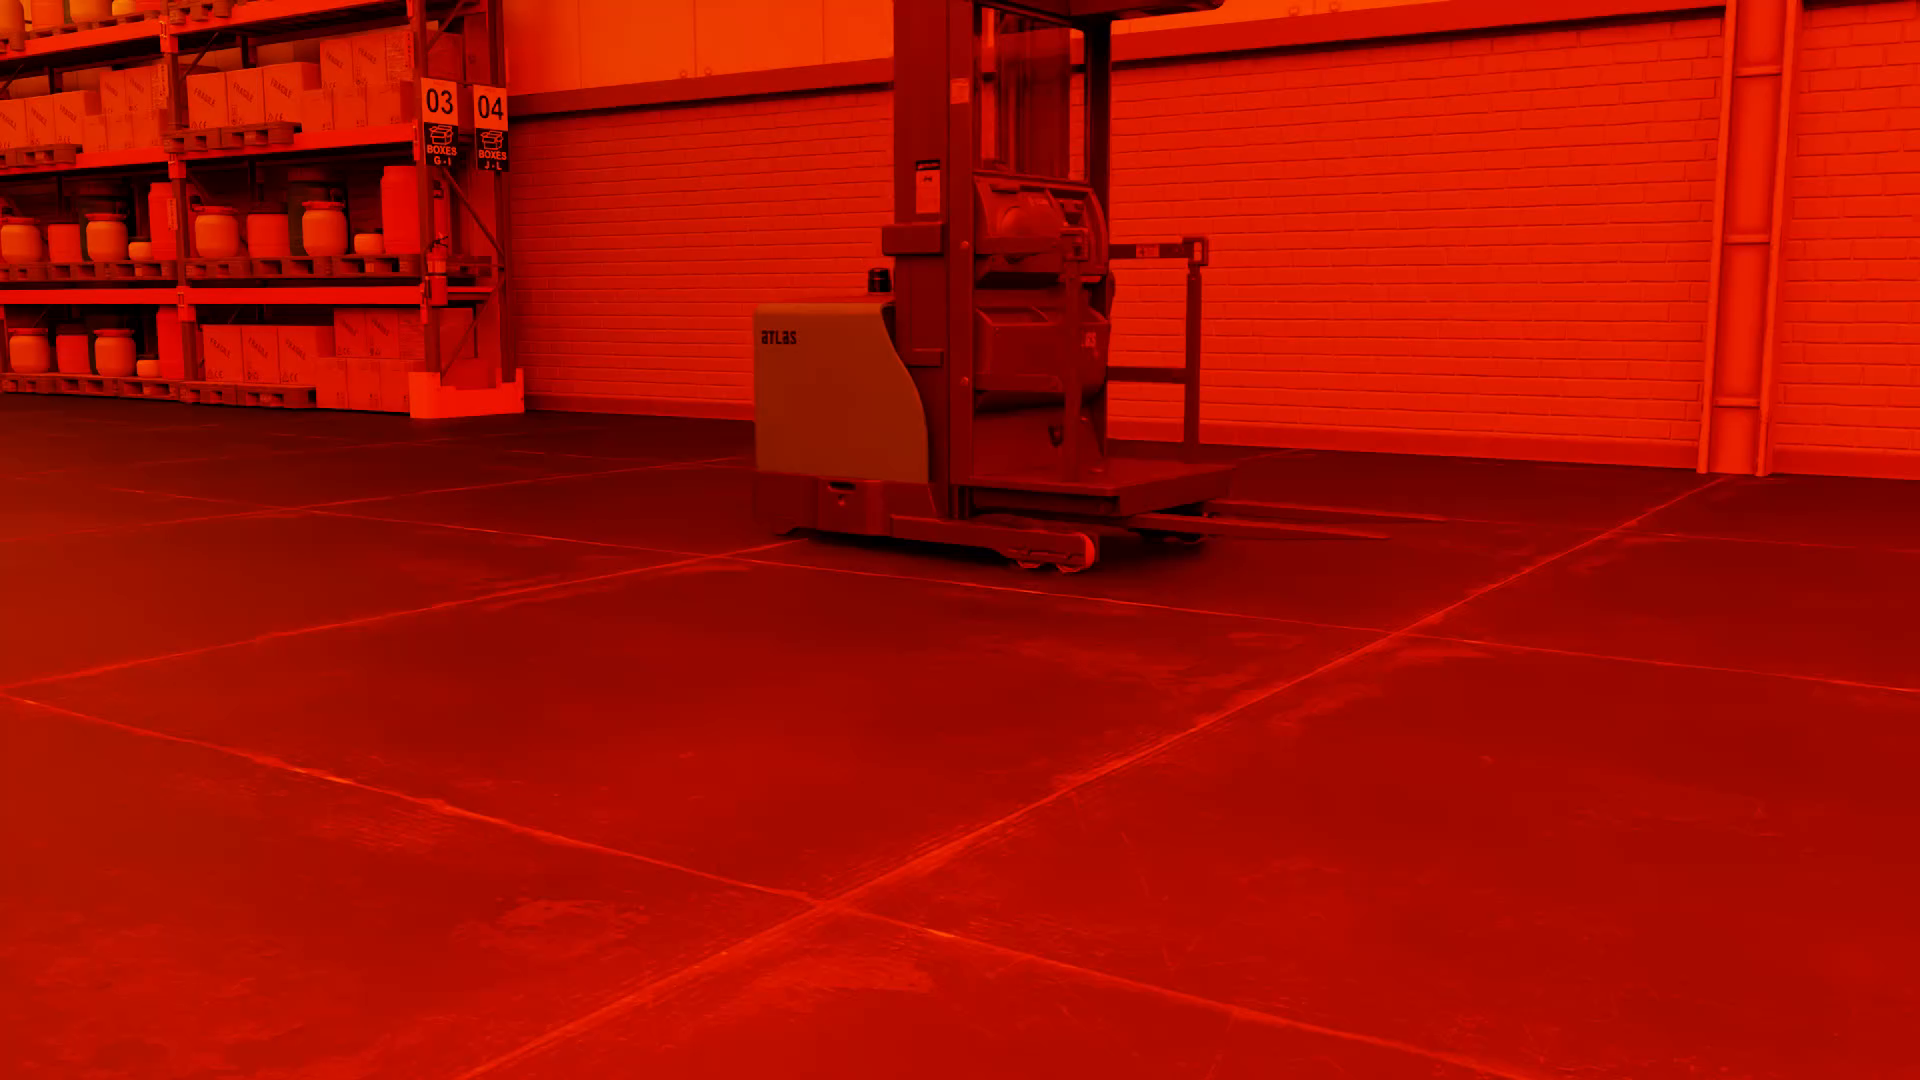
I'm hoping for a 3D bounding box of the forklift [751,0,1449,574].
[{"bbox_3d":[0.526,-1.400,7.040,3.031,2.935,1.130,6,10,36],"label":"forklift"}]

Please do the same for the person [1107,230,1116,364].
[{"bbox_3d":[0.839,-1.243,10.463,0.325,1.662,0.446,1,8,5],"label":"person"}]
